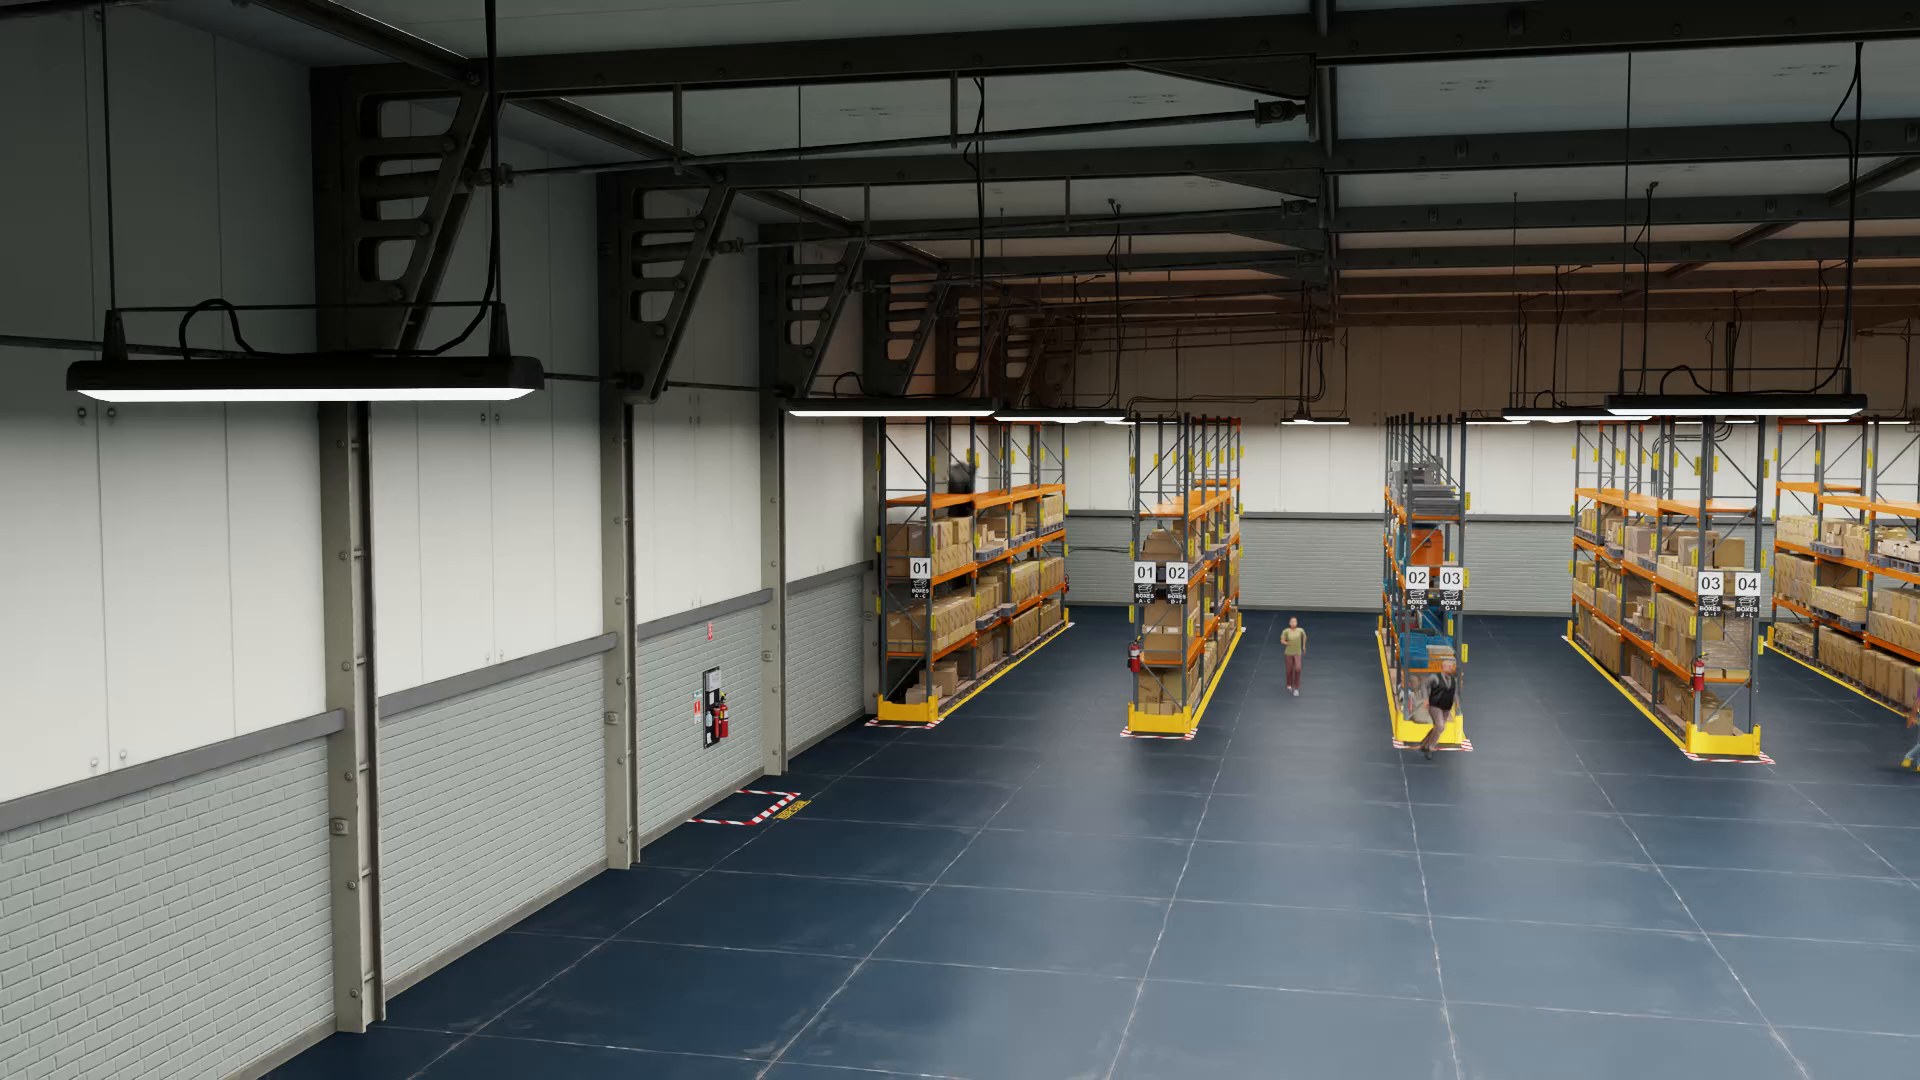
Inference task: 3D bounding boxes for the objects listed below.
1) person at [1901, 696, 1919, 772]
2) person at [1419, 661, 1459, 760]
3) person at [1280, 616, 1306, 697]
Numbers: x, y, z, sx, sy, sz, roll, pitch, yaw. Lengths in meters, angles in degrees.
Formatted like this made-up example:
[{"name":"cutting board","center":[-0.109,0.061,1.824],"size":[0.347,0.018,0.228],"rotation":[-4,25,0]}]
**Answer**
[{"name":"person","center":[16.040,3.011,27.392],"size":[0.795,1.680,0.679],"rotation":[-1,4,-8]},{"name":"person","center":[8.245,2.916,28.766],"size":[0.791,1.668,0.783],"rotation":[-2,4,-24]},{"name":"person","center":[7.143,2.479,35.639],"size":[0.562,1.713,0.801],"rotation":[0,4,7]}]
